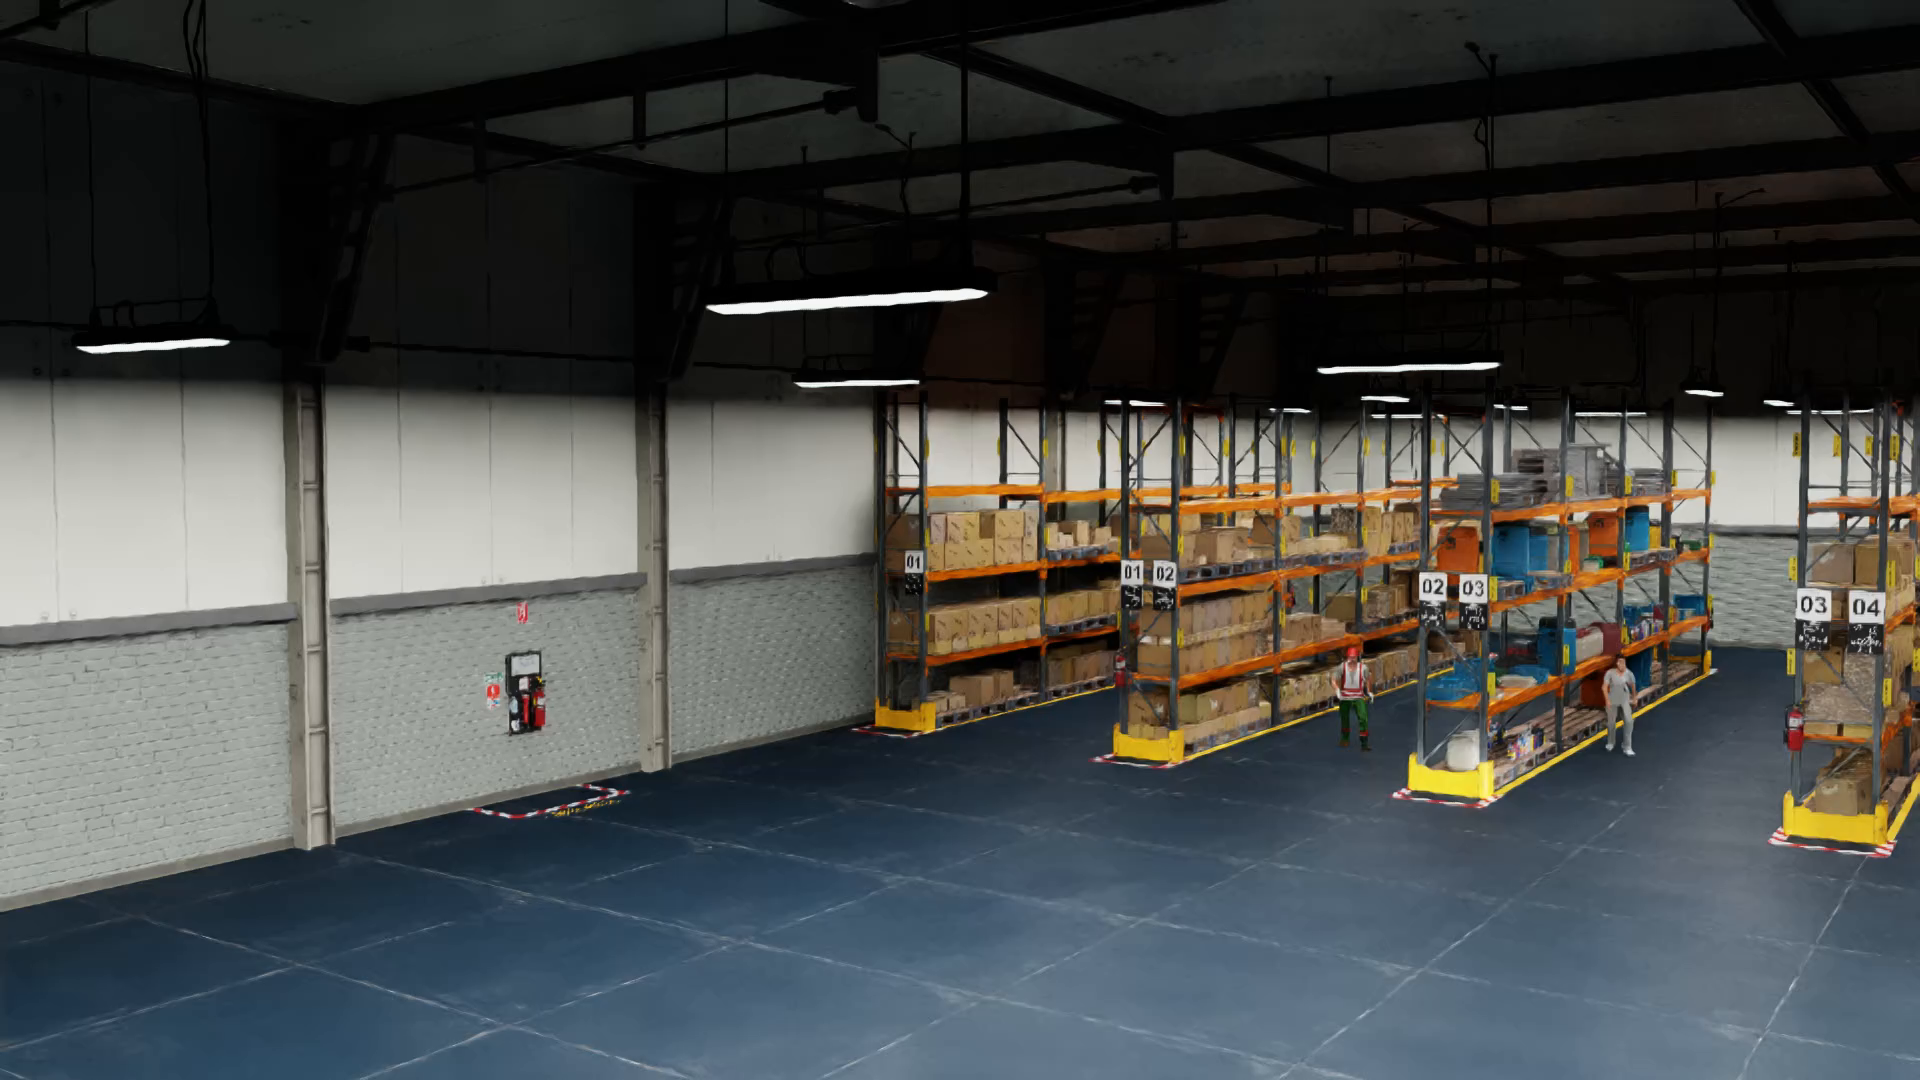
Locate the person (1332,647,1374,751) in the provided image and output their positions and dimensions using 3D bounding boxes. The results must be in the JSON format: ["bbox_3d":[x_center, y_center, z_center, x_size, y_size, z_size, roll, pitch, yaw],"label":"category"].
[{"bbox_3d":[6.511,2.604,27.533,0.684,1.715,0.844,1,3,18],"label":"person"}]

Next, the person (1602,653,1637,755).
[{"bbox_3d":[10.817,2.665,27.277,0.567,1.636,0.697,1,3,13],"label":"person"}]
